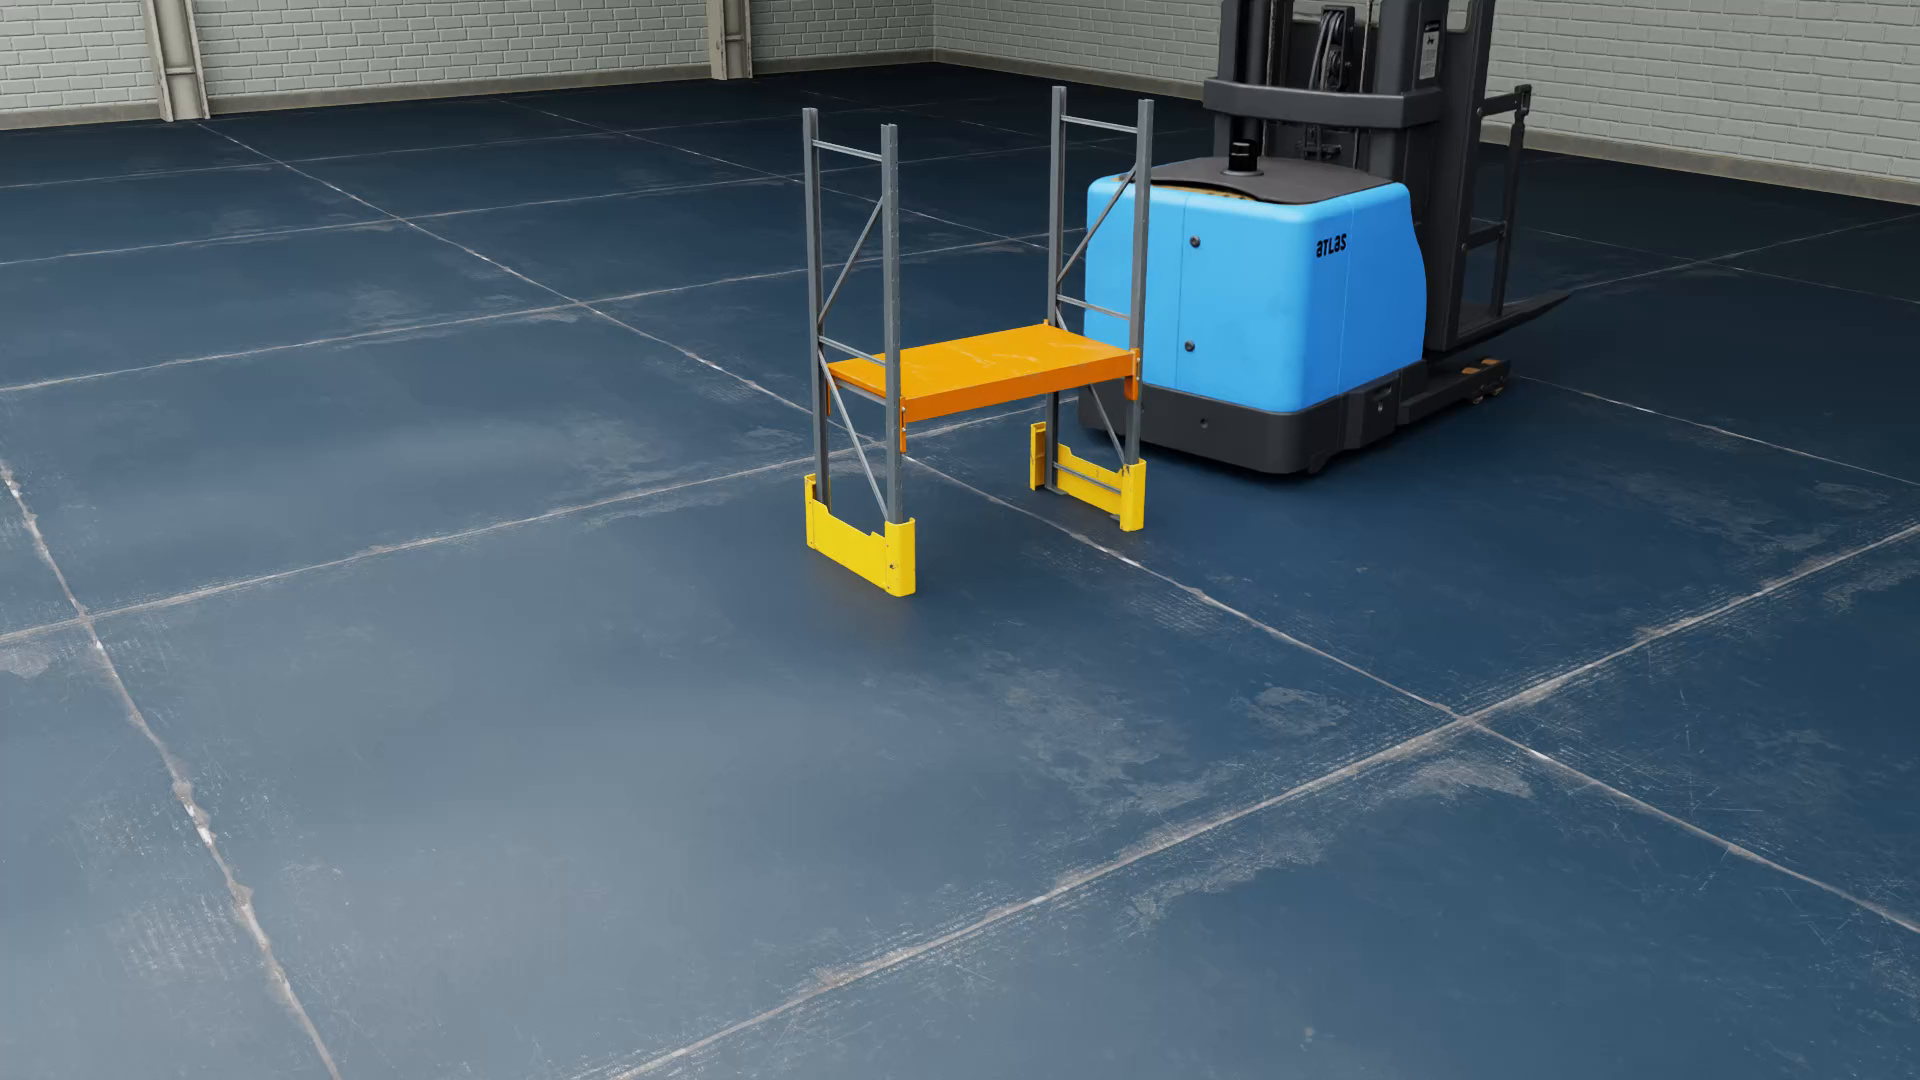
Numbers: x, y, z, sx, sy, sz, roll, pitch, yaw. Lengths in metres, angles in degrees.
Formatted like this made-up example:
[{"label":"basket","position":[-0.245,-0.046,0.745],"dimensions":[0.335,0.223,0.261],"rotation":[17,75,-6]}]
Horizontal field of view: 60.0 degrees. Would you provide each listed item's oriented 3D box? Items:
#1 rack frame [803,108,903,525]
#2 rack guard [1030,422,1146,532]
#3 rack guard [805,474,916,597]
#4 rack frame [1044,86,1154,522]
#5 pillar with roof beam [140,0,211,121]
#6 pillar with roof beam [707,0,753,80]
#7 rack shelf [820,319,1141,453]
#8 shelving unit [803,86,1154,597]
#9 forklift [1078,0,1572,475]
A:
[{"label":"rack frame","position":[-0.343,-0.605,5.389],"dimensions":[0.032,1.500,0.500],"rotation":[-15,26,-33]},{"label":"rack guard","position":[0.466,-0.240,6.162],"dimensions":[0.087,0.250,0.587],"rotation":[-15,26,-33]},{"label":"rack guard","position":[-0.342,-0.025,5.621],"dimensions":[0.087,0.250,0.587],"rotation":[-15,26,-33]},{"label":"rack frame","position":[0.482,-0.825,5.940],"dimensions":[0.032,1.500,0.500],"rotation":[-15,26,-33]},{"label":"pillar with roof beam","position":[-5.024,-6.992,11.276],"dimensions":[0.400,9.000,9.100],"rotation":[-15,26,-33]},{"label":"pillar with roof beam","position":[-0.154,-8.290,14.530],"dimensions":[0.400,9.000,9.100],"rotation":[-15,26,-33]},{"label":"rack shelf","position":[0.069,-0.548,5.731],"dimensions":[1.000,0.185,0.538],"rotation":[-15,26,-33]},{"label":"shelving unit","position":[0.062,-0.713,5.660],"dimensions":[1.083,1.500,0.587],"rotation":[-15,26,-33]},{"label":"forklift","position":[1.849,-2.076,7.145],"dimensions":[1.130,2.935,3.031],"rotation":[18,28,38]}]
